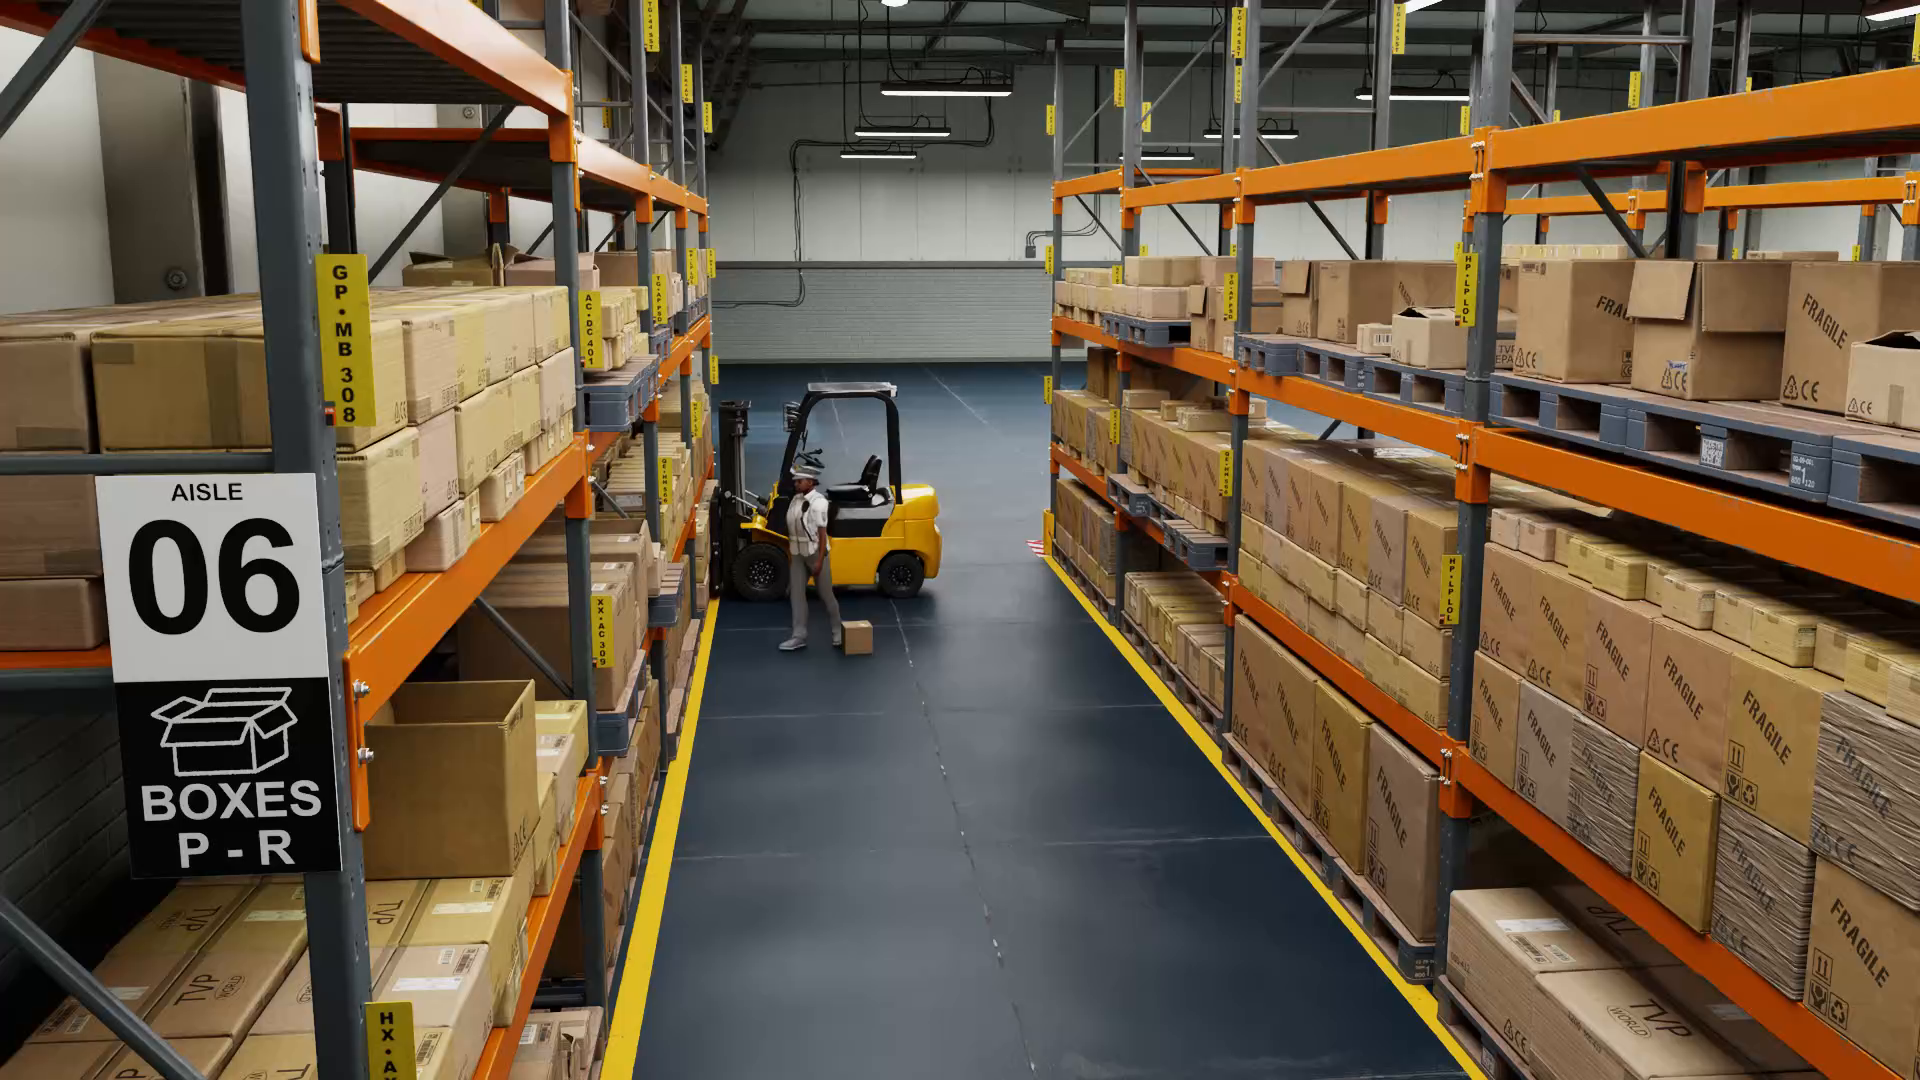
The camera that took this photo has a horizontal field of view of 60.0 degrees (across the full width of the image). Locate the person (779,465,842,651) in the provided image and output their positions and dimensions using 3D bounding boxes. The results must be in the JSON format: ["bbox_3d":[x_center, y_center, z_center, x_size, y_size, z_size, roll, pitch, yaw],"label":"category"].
[{"bbox_3d":[-1.332,0.145,14.982,0.467,1.680,0.630,8,13,37],"label":"person"}]
